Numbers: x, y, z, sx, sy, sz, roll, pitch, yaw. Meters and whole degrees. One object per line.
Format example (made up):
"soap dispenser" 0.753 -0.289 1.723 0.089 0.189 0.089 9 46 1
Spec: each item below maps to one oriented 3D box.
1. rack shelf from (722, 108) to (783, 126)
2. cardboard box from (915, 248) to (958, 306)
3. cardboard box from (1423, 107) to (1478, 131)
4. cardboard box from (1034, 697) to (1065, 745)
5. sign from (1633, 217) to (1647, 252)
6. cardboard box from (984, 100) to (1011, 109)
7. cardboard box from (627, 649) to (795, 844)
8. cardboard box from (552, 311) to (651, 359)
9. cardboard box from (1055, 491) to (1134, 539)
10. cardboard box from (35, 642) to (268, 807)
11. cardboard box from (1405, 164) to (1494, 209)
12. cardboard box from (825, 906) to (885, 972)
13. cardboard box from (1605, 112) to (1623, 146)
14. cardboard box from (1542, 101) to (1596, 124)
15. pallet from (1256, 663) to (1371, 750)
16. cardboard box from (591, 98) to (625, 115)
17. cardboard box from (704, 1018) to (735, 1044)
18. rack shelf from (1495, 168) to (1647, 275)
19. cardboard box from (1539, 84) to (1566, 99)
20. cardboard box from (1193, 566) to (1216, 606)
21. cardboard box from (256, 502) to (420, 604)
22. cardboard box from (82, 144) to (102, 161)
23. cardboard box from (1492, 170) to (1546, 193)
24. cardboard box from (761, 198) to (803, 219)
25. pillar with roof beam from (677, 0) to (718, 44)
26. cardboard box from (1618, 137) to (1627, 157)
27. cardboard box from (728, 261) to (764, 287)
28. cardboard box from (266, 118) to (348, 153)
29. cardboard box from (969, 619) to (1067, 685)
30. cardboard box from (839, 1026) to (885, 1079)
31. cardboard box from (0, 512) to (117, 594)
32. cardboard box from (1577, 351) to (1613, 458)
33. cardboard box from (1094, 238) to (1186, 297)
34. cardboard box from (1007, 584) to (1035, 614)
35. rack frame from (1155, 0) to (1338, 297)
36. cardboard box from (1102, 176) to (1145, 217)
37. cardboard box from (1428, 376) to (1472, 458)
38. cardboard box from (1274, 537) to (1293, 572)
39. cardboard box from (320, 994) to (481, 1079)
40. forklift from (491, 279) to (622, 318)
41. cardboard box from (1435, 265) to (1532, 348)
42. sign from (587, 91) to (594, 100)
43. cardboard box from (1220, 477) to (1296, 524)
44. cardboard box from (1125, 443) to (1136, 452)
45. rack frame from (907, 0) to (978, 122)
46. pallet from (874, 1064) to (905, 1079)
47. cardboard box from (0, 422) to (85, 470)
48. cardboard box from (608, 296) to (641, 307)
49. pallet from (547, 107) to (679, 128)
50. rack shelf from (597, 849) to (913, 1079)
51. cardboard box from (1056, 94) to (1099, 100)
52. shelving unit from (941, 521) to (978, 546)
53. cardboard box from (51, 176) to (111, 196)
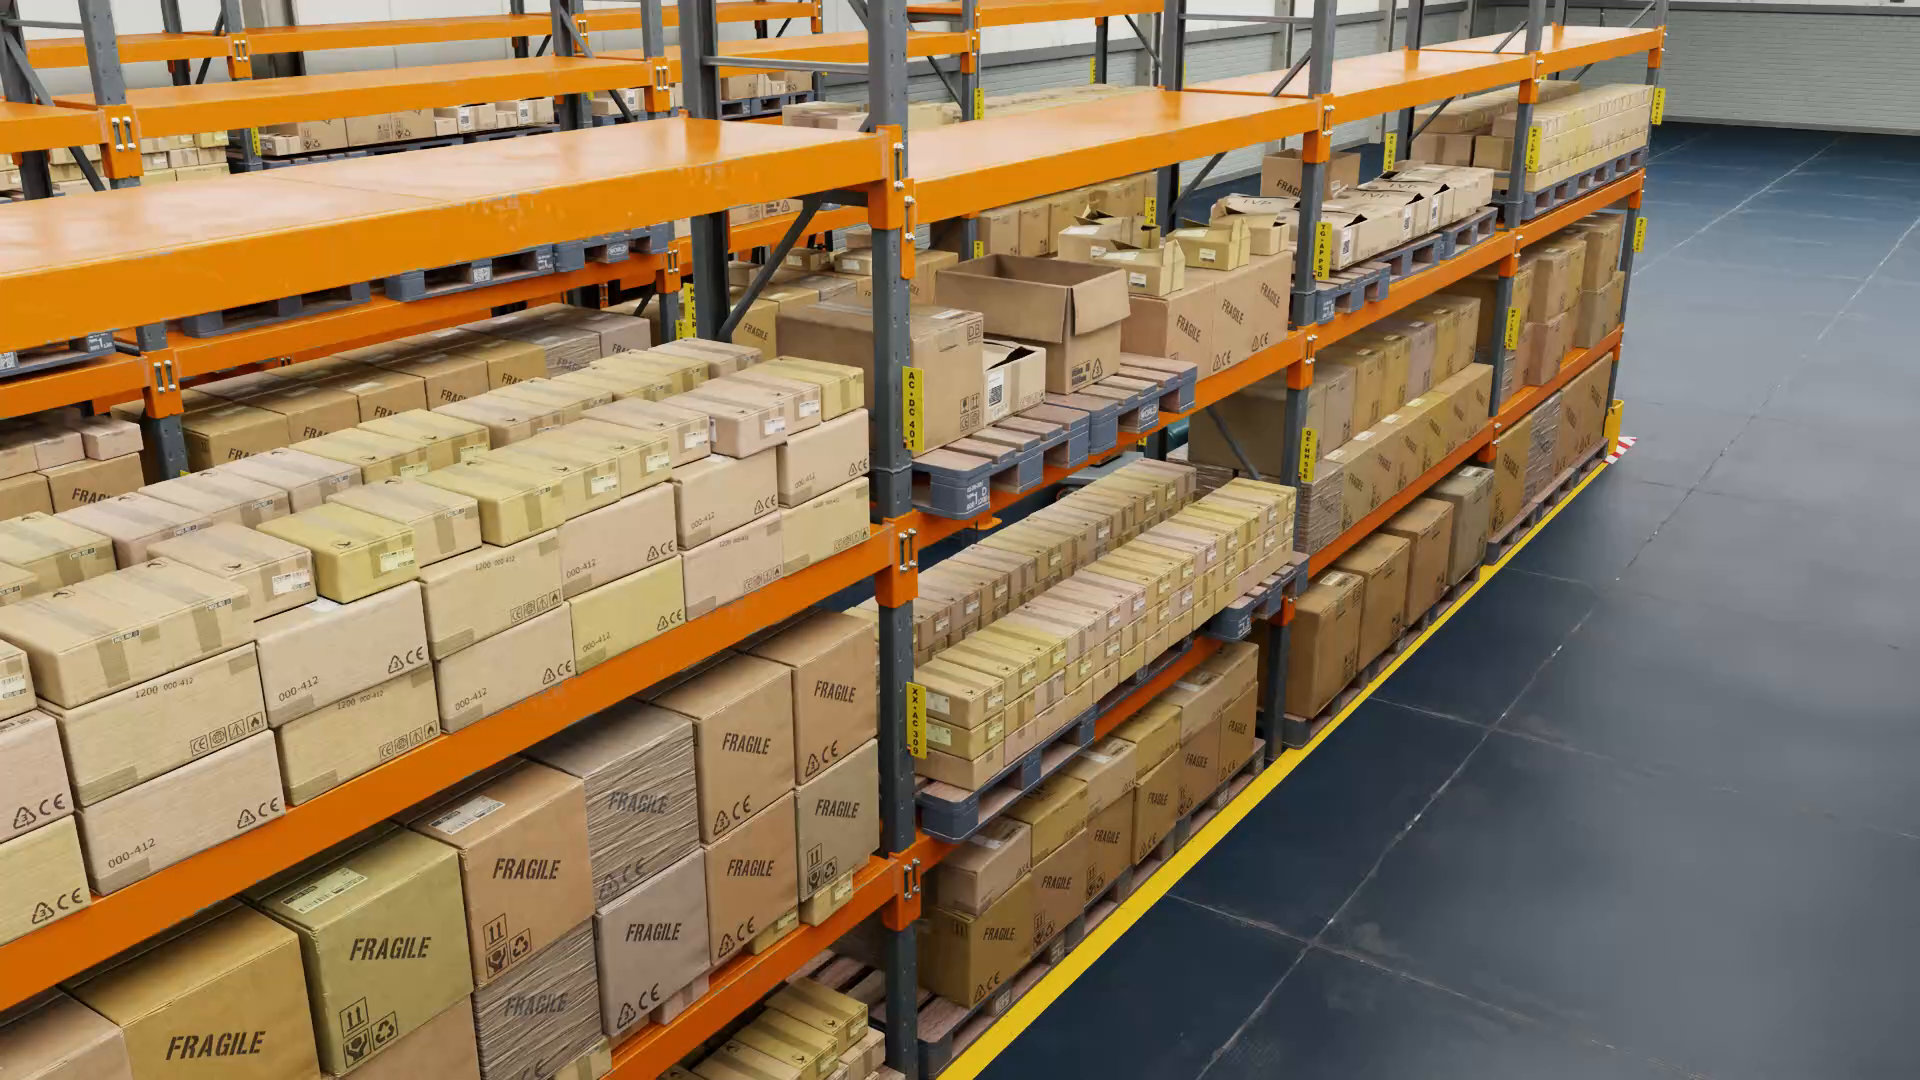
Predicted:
"rack shelf" -3.272 -4.797 19.771 1.077 0.370 4.000 13 24 32
"cardboard box" -0.359 -2.393 15.380 0.500 0.500 0.500 13 24 31
"cardboard box" 3.946 -3.397 13.412 0.380 0.149 0.250 13 24 32
"cardboard box" 0.261 0.791 7.708 0.380 0.149 0.250 13 24 32
"sign" 6.552 -2.943 16.034 0.100 0.325 0.005 13 24 32
"cardboard box" 0.282 -4.285 16.563 0.380 0.149 0.250 13 24 31
"cardboard box" -0.962 0.726 6.111 0.500 0.500 0.500 12 24 30
"cardboard box" -2.612 -1.356 12.169 0.500 0.500 0.500 13 24 30
"cardboard box" 0.754 -0.143 9.375 0.380 0.149 0.250 12 24 30
"cardboard box" -2.129 0.396 4.189 0.500 0.250 0.500 13 24 31
"cardboard box" 3.597 -2.597 12.253 0.500 0.250 0.500 14 24 32
"cardboard box" -0.427 1.759 8.332 0.500 0.500 0.500 13 24 31
"cardboard box" 5.502 -3.636 14.633 0.500 0.250 0.500 13 24 32
"cardboard box" 5.062 -3.561 13.856 0.380 0.149 0.250 13 24 32
"pallet" 2.119 0.993 11.423 1.003 0.211 1.213 13 24 32
"cardboard box" -3.892 -4.756 18.236 0.380 0.149 0.250 14 24 33
"cardboard box" -1.204 2.032 7.243 0.380 0.149 0.250 15 25 34
"rack shelf" 4.986 -2.894 14.626 1.077 0.370 4.000 13 24 32
"cardboard box" 5.375 -4.126 15.384 0.380 0.149 0.250 13 24 31
"cardboard box" 1.135 0.204 8.864 0.380 0.149 0.250 13 24 31
"cardboard box" -1.721 0.031 4.601 0.380 0.149 0.250 14 25 33
"cardboard box" -7.183 -3.214 13.665 0.380 0.149 0.250 13 24 31
"cardboard box" 4.348 -2.822 13.006 0.380 0.149 0.250 13 24 31
"cardboard box" -1.703 -2.938 13.558 0.797 0.503 0.637 13 24 32
"pillar with roof beam" 0.276 -6.252 18.343 9.100 9.000 0.400 13 24 32
"cardboard box" 5.775 -3.551 14.979 0.380 0.149 0.250 14 24 32
"cardboard box" -1.851 -2.251 14.062 0.380 0.149 0.250 12 23 29
"cardboard box" -6.036 -3.864 15.318 0.500 0.500 0.500 14 24 32
"cardboard box" 0.265 0.509 7.612 0.380 0.149 0.250 14 24 32
"cardboard box" -0.549 2.198 7.223 0.380 0.149 0.250 14 24 33
"cardboard box" -2.518 0.059 4.525 0.380 0.149 0.250 14 24 33
"cardboard box" 5.784 -1.391 16.307 0.875 0.875 0.875 13 24 32
"cardboard box" 0.895 -1.376 8.237 0.396 0.266 0.258 13 24 32
"cardboard box" 0.163 0.294 8.621 0.380 0.149 0.250 13 24 32
"rack frame" 1.613 -2.917 9.326 1.000 3.000 0.127 13 24 32
"cardboard box" 1.563 -3.657 17.962 0.700 0.500 0.500 14 24 32
"cardboard box" 3.506 -0.951 12.515 0.500 0.500 0.500 13 24 31
"cardboard box" 1.716 0.049 9.713 0.380 0.149 0.250 14 24 33
"cardboard box" -1.837 1.634 5.097 0.500 0.500 0.500 14 24 33
"forklift" -3.327 -1.641 14.625 1.130 2.935 3.031 6 21 16
"cardboard box" 4.098 -1.927 13.524 0.875 0.550 0.550 13 24 32
"sign" -3.942 -4.848 17.672 0.100 0.325 0.005 13 24 32
"cardboard box" 1.717 -0.231 9.613 0.380 0.149 0.250 12 24 30
"cardboard box" 1.439 -1.058 16.548 0.500 0.500 0.500 -6 21 -15
"rack frame" -0.289 -5.001 14.960 1.000 3.000 0.127 13 24 32
"pallet" -0.983 2.552 7.209 1.003 0.211 1.213 13 24 32
"cardboard box" -4.934 -0.507 8.938 0.380 0.149 0.250 14 24 33
"cardboard box" -3.864 -2.608 19.056 0.500 0.250 0.500 13 24 31
"pallet" -3.938 -4.769 18.786 1.003 0.211 1.213 13 24 32
"rack shelf" -1.759 1.956 5.838 1.077 0.370 4.000 13 24 32
"cardboard box" 1.212 -4.498 17.139 0.380 0.149 0.250 12 24 30
"shelving unit" -0.005 -0.420 14.250 0.258 0.900 0.210 13 24 32
"cardboard box" -7.295 -2.860 13.714 0.500 0.250 0.500 13 24 32
